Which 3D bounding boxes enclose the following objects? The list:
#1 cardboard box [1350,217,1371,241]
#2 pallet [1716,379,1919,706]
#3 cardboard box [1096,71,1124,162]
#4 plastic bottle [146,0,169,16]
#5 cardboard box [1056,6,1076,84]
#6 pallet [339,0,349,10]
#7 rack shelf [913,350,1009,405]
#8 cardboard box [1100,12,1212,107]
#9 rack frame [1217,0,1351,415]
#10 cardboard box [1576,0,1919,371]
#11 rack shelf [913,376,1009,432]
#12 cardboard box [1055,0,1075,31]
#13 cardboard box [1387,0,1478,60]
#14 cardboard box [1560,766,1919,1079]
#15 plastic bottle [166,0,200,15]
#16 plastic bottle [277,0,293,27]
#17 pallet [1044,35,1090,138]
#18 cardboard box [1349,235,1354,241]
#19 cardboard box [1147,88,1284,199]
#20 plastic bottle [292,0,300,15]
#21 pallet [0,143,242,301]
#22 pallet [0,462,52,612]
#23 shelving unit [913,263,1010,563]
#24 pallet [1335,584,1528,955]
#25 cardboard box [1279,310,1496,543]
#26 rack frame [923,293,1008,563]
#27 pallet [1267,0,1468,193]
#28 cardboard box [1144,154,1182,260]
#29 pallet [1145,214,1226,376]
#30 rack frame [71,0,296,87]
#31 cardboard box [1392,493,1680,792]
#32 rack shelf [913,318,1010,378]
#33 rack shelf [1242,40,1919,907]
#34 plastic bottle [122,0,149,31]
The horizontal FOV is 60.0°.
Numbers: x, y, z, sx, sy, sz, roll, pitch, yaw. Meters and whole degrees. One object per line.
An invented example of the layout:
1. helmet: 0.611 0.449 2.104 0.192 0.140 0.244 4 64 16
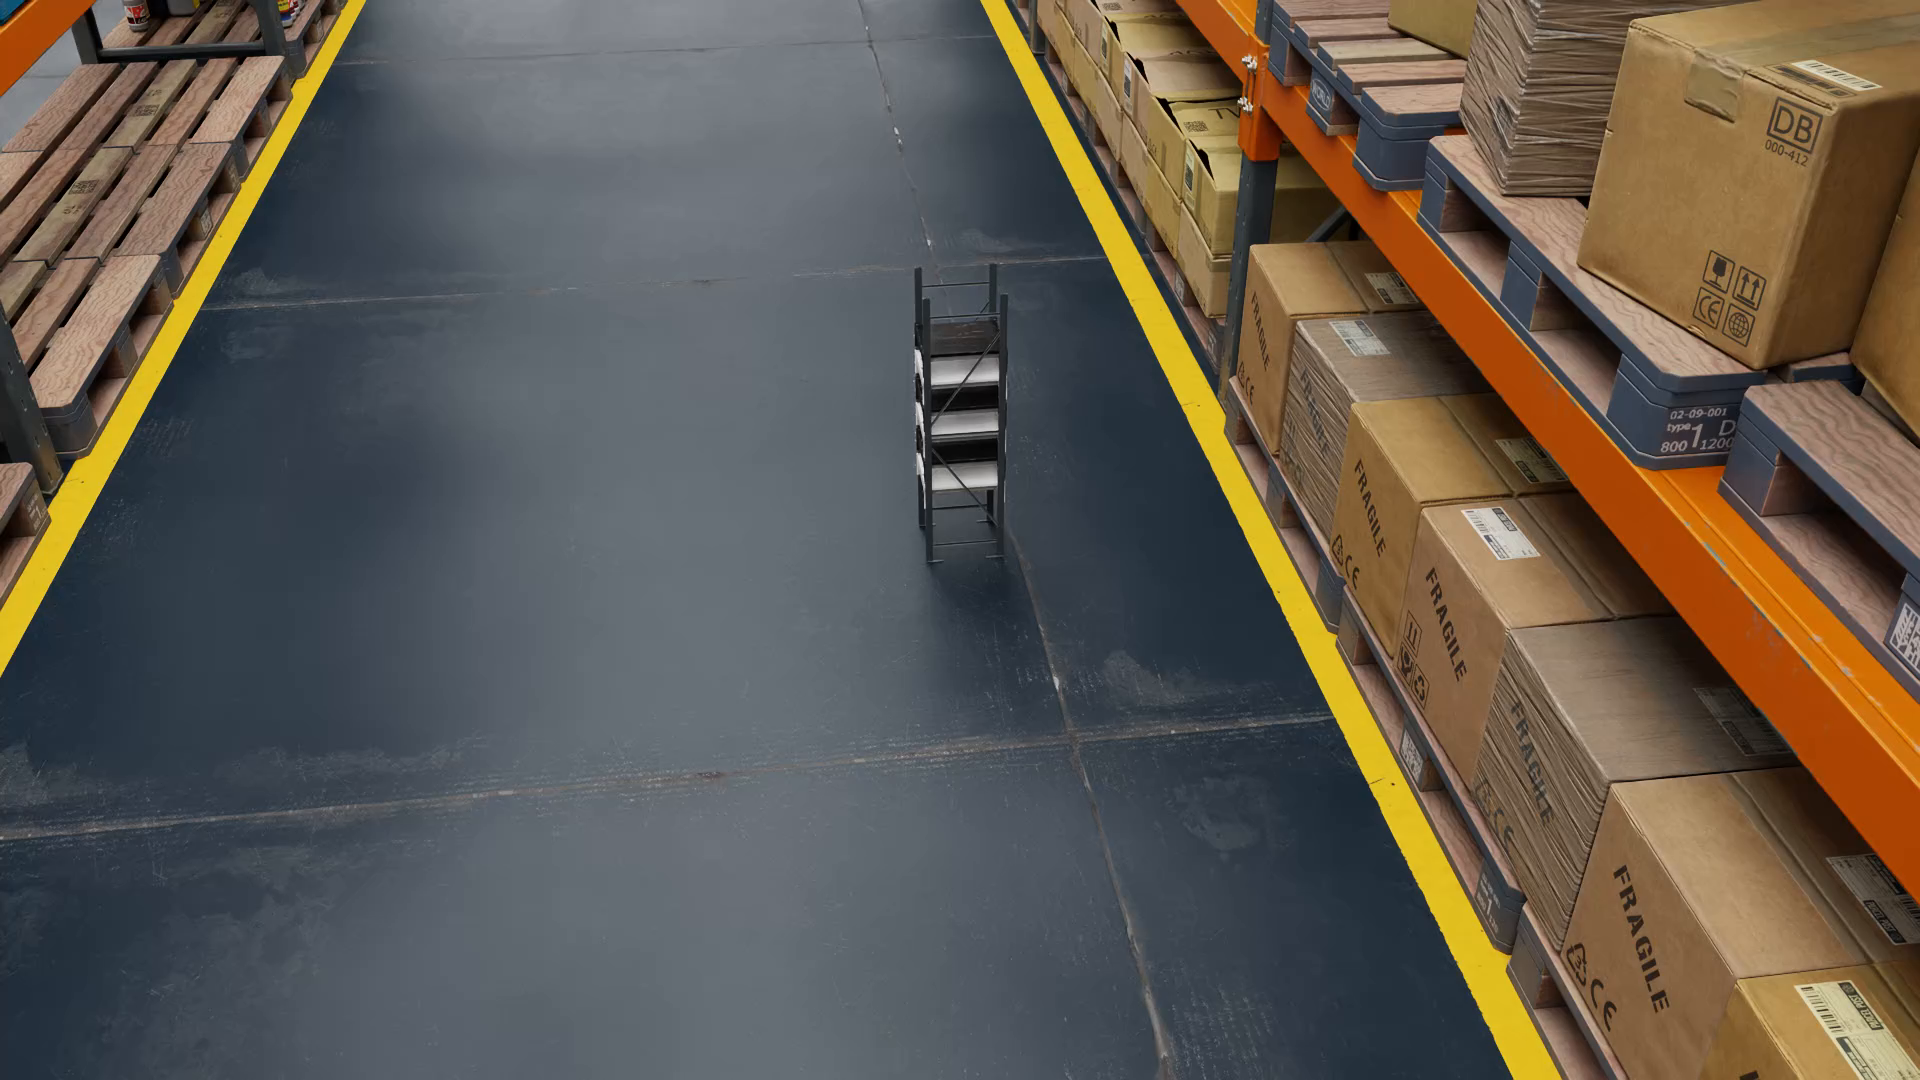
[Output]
1. cardboard box: 1.651 -1.334 6.114 0.500 0.311 0.500 -3 34 -5
2. pallet: 1.969 0.107 2.600 1.003 0.211 1.213 -4 35 -6
3. cardboard box: 0.908 -1.918 7.469 0.500 0.250 0.500 -4 34 -5
4. plastic bottle: -4.389 -3.034 9.000 0.144 0.351 0.185 -5 35 -8
5. cardboard box: 0.769 -2.490 8.309 0.500 0.250 0.500 -4 34 -5
6. pallet: -4.233 -3.517 10.223 1.003 0.211 1.213 -4 35 -6
7. rack shelf: 0.001 -0.489 4.907 0.258 0.077 0.200 -4 35 -6
8. cardboard box: 0.909 -2.144 7.303 0.500 0.311 0.500 -3 34 -5
9. rack frame: 1.430 -1.750 5.154 1.000 3.000 0.127 -4 35 -6
10. cardboard box: 1.670 -0.714 3.172 0.700 0.500 0.500 -13 36 -18
11. rack shelf: 0.001 -0.414 4.958 0.258 0.077 0.200 -4 35 -6
12. cardboard box: 0.763 -2.722 8.151 0.500 0.311 0.500 -5 35 -7
13. cardboard box: 1.627 -1.622 4.505 0.700 0.500 0.500 -16 37 -22
14. cardboard box: 1.560 0.803 3.237 0.500 0.500 0.500 -4 35 -6
15. plastic bottle: -4.246 -3.045 9.016 0.144 0.351 0.185 -4 35 -6
16. plastic bottle: -3.625 -2.875 8.837 0.097 0.271 0.097 0 34 0
17. pallet: 1.030 -2.422 8.616 1.003 0.211 1.213 -4 35 -6
18. cardboard box: 1.651 -1.102 6.272 0.500 0.250 0.500 -4 35 -7
19. cardboard box: 1.039 -1.582 6.479 0.500 0.311 0.500 -5 35 -7
20. plastic bottle: -3.652 -2.959 9.023 0.097 0.201 0.097 0 34 0
21. pallet: -3.705 -1.339 7.028 1.003 0.211 1.213 -4 35 -6
22. pallet: -3.331 0.212 4.751 1.003 0.211 1.213 -4 35 -6
23. shelving unit: 0.001 -0.367 4.990 0.258 0.900 0.210 -4 35 -6
24. pallet: 1.654 0.501 4.327 1.003 0.211 1.213 -4 35 -6
25. cardboard box: 1.284 -0.332 4.902 0.500 0.500 0.500 -6 35 -8
26. rack frame: 0.015 -0.311 4.907 0.240 0.900 0.006 -4 35 -6
27. pallet: 1.591 -1.298 4.661 1.213 0.211 1.003 -4 35 -6
28. cardboard box: 1.045 -1.350 6.636 0.500 0.250 0.500 -5 35 -7
29. pallet: 1.358 -1.060 6.618 1.003 0.211 1.213 -4 35 -6
30. rack frame: -4.016 -3.609 7.882 1.000 3.000 0.127 -4 35 -6
31. cardboard box: 1.422 0.240 4.064 0.500 0.500 0.500 -5 35 -8
32. rack shelf: 0.001 -0.563 4.857 0.258 0.077 0.200 -4 35 -6
33. rack shelf: 1.699 -0.337 3.719 1.077 0.370 4.000 -4 35 -6
34. plastic bottle: -4.374 -2.813 8.809 0.097 0.201 0.097 0 34 0
